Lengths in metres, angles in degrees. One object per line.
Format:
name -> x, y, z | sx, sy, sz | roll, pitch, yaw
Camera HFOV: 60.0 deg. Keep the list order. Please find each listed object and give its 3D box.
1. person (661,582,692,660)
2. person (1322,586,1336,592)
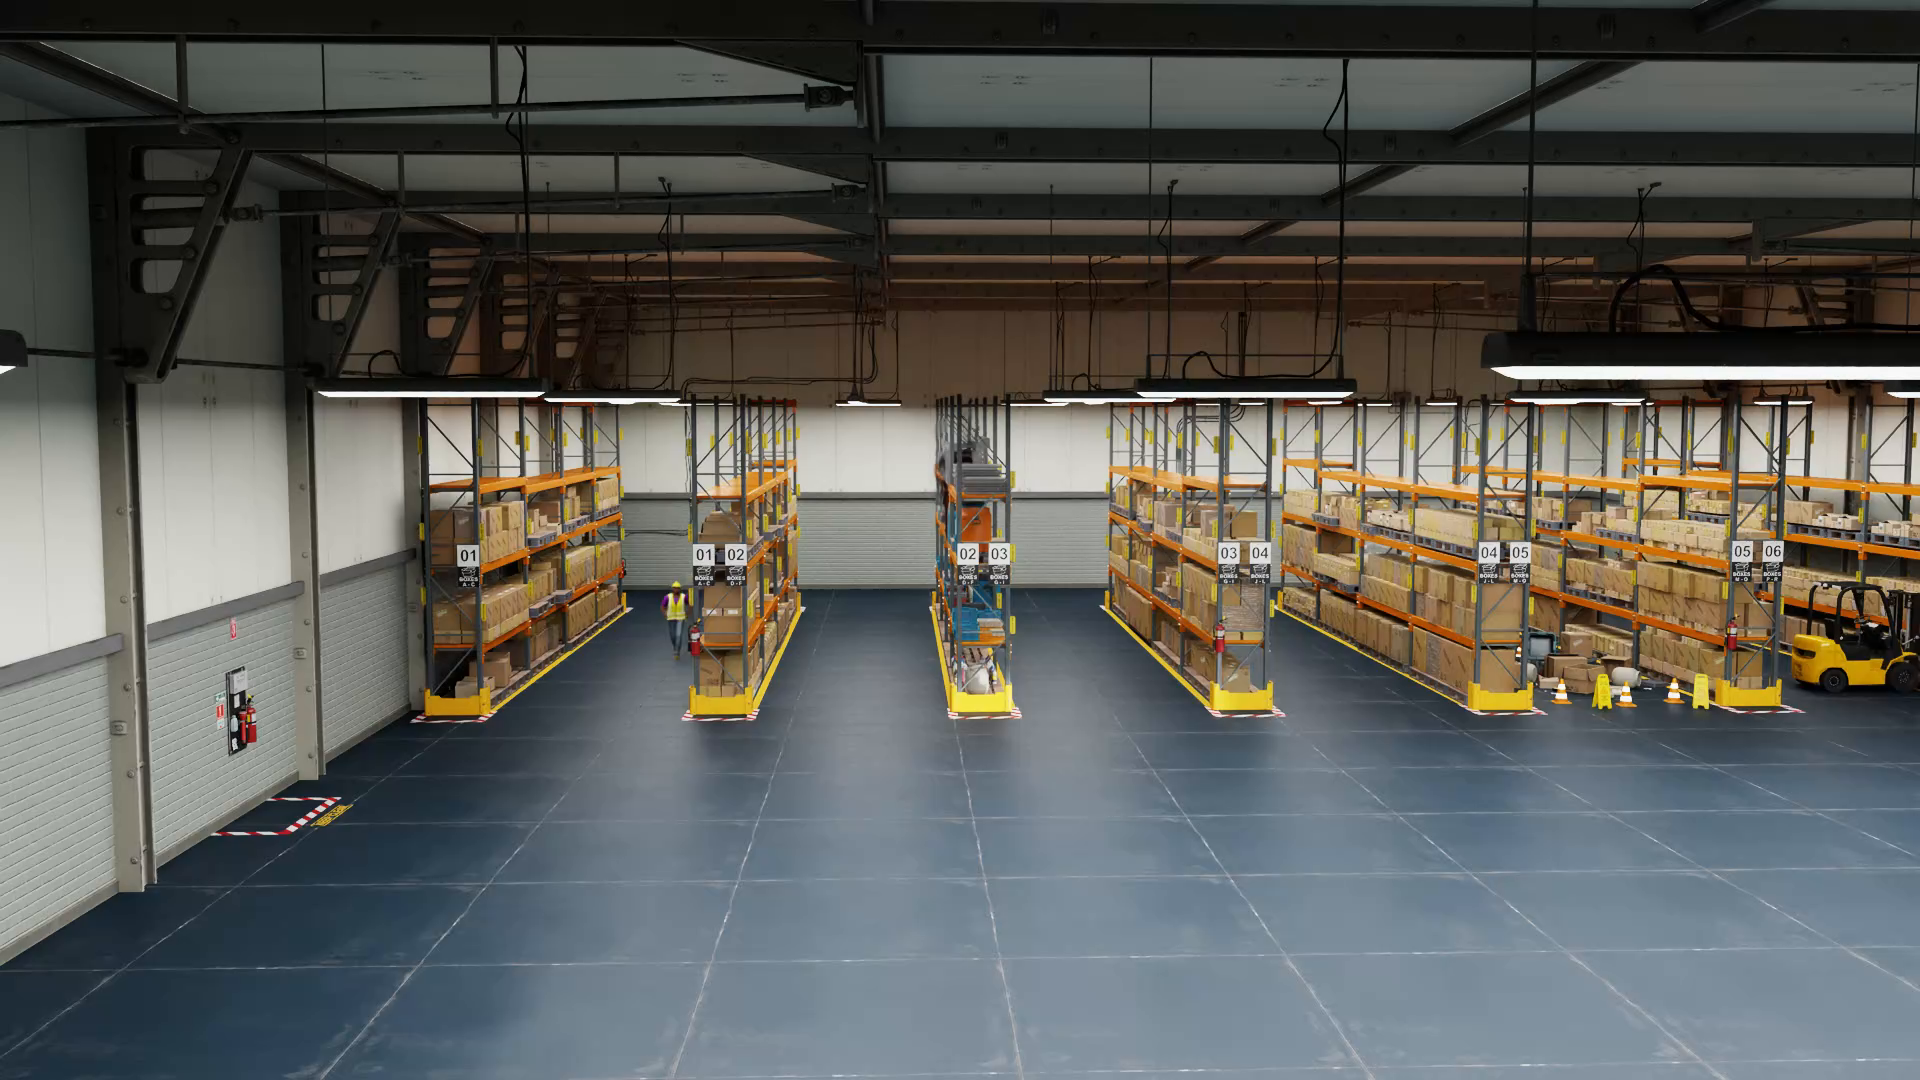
person -> -6.529, 1.838, 38.275 | 0.707, 1.755, 0.884 | 0, 5, -3
person -> 10.921, 0.993, 49.152 | 0.597, 1.721, 0.736 | 0, 5, 3
